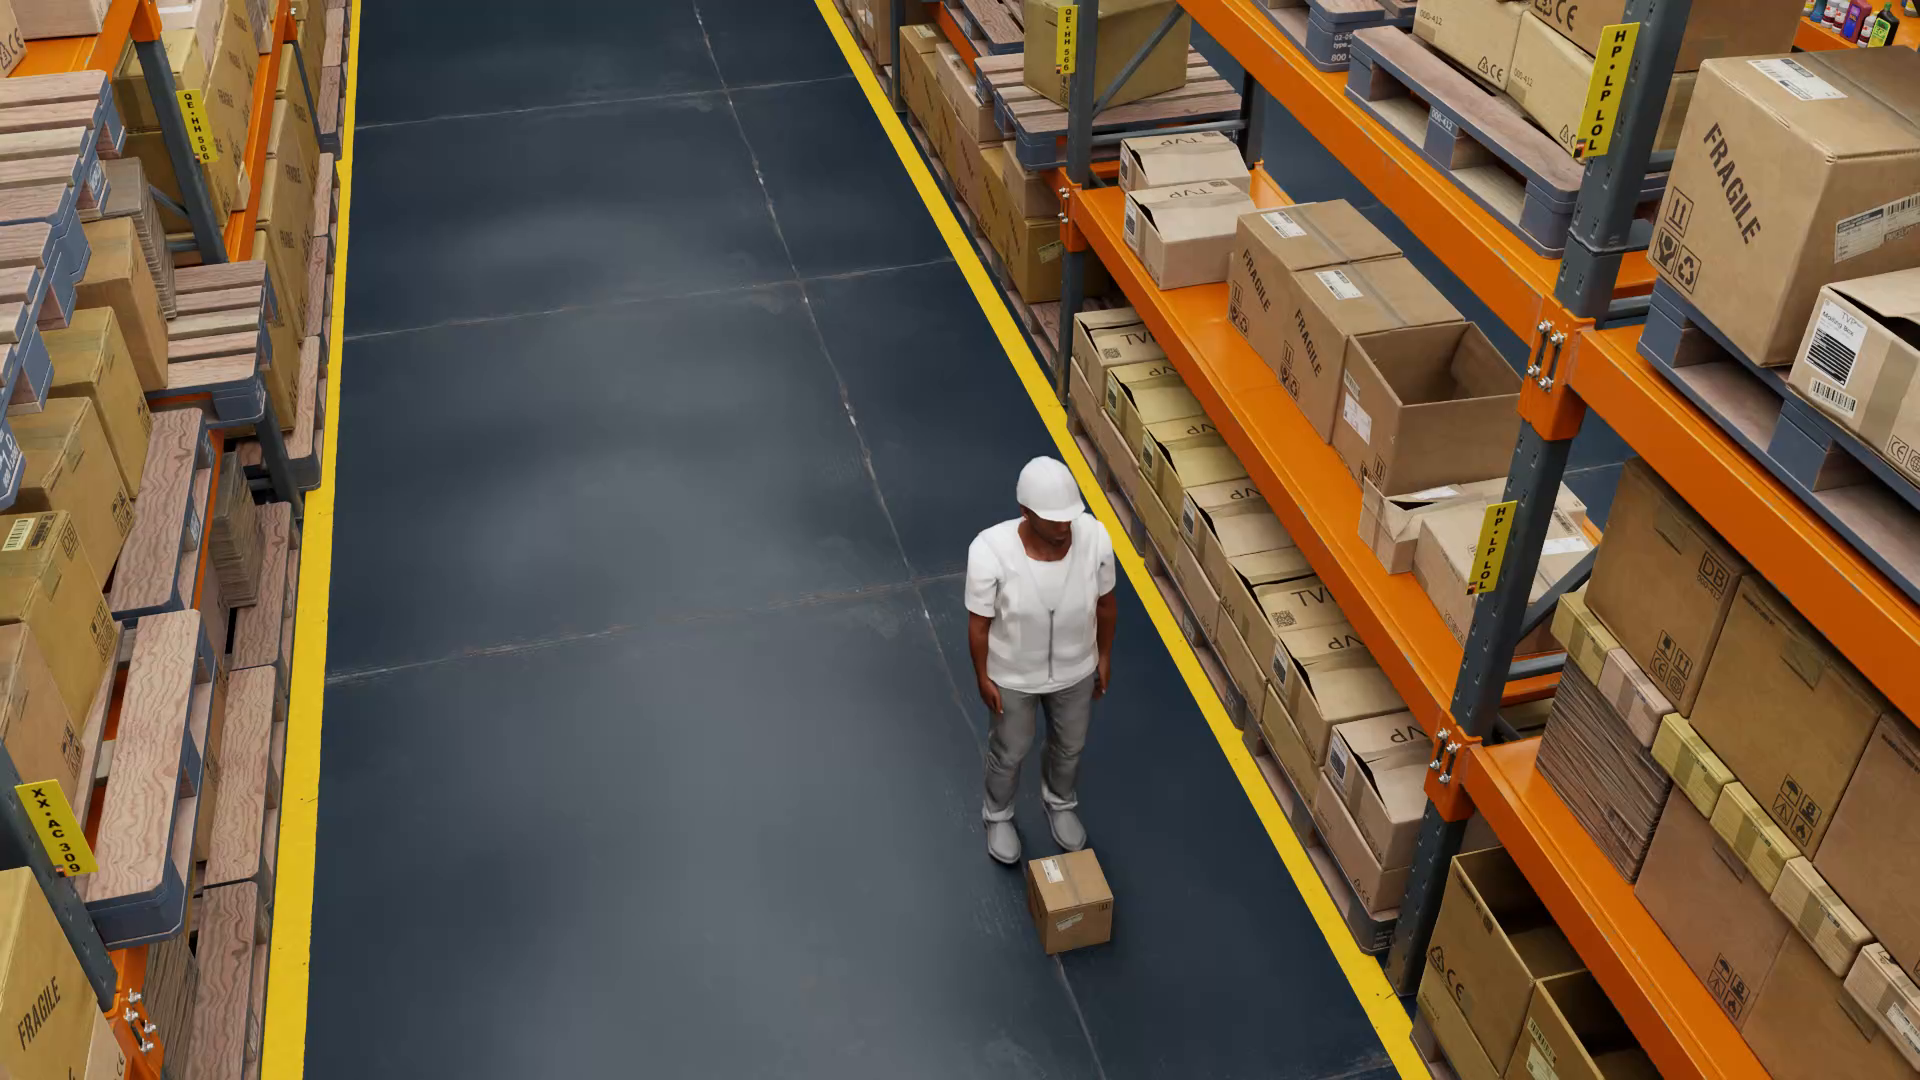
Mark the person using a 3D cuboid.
[{"bbox_3d":[0.304,0.456,6.113,0.562,1.762,0.362,-8,39,-11],"label":"person"}]
